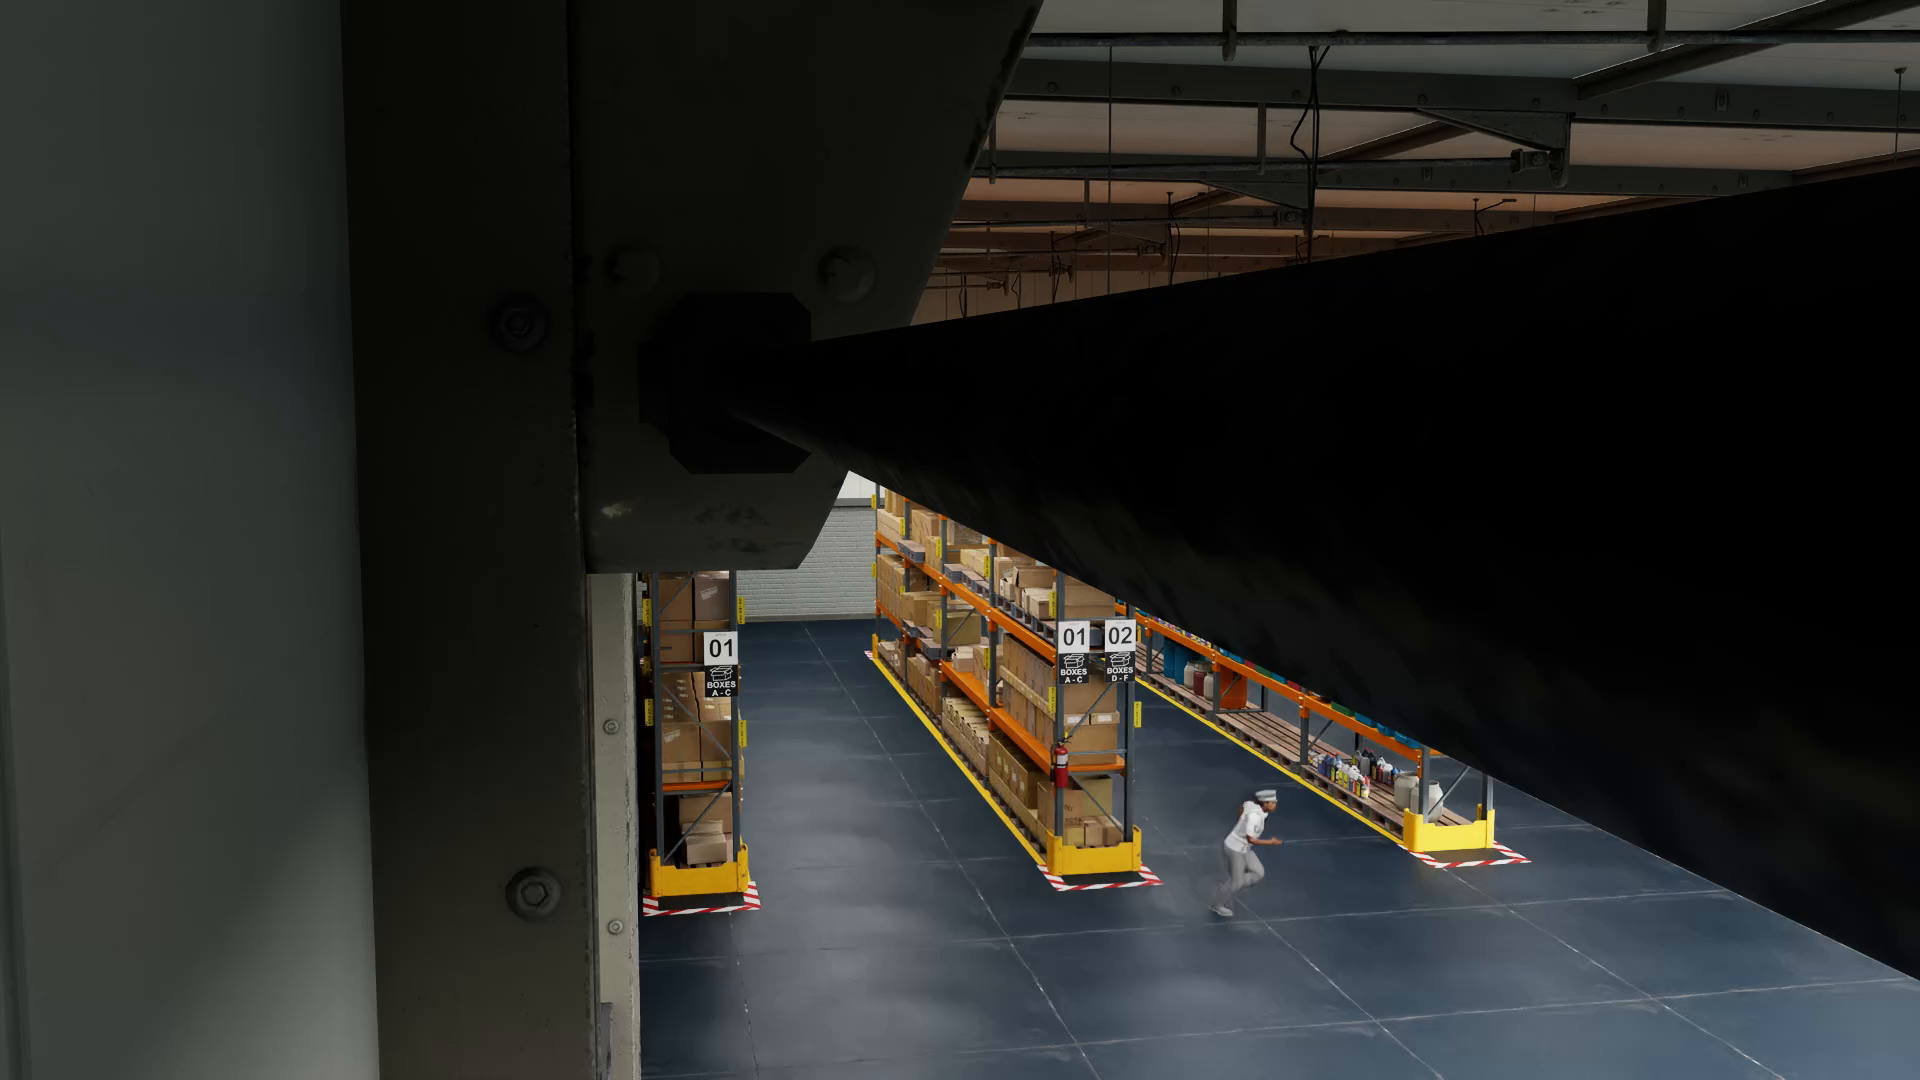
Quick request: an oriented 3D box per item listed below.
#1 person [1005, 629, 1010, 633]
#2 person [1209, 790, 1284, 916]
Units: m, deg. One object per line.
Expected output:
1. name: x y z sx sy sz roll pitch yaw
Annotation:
1. person: 1.081 1.879 34.666 0.635 1.833 0.813 -2 6 -20
2. person: 3.334 3.607 19.281 0.851 1.514 0.592 2 6 20
